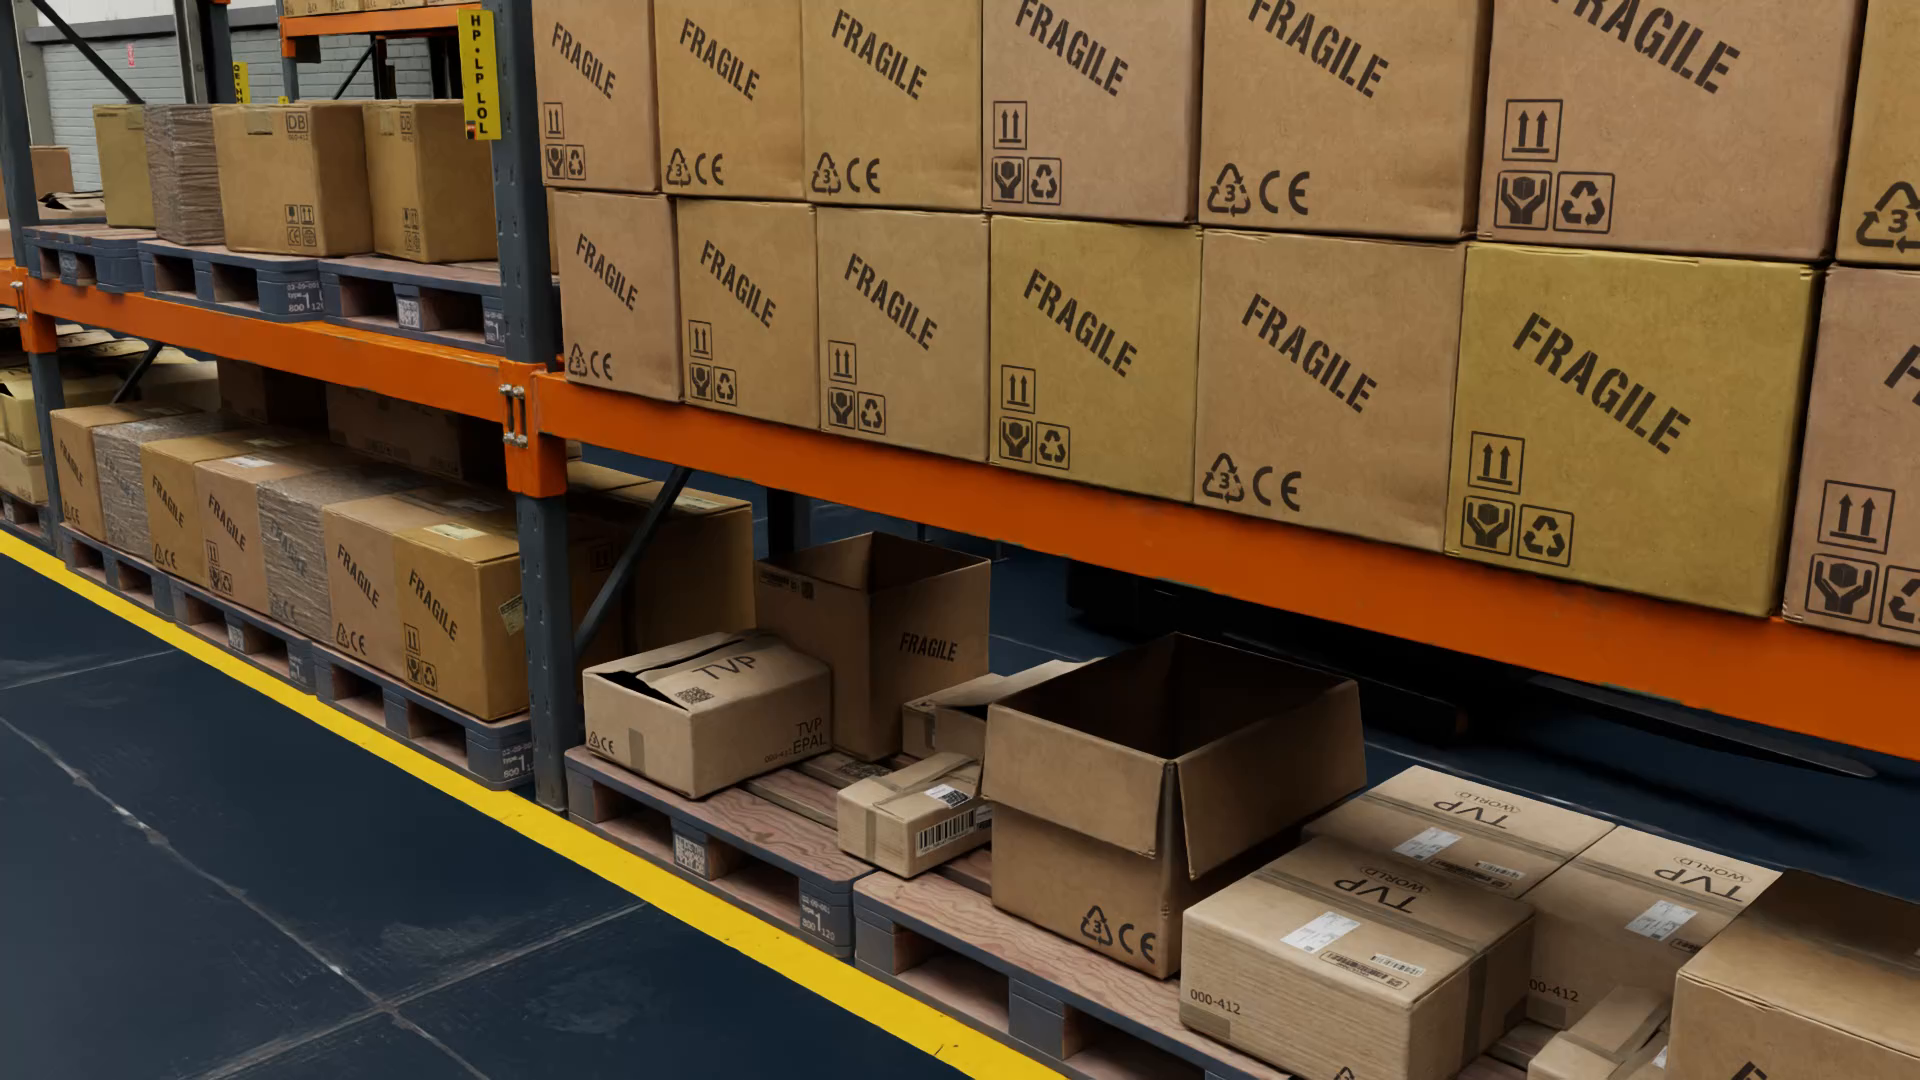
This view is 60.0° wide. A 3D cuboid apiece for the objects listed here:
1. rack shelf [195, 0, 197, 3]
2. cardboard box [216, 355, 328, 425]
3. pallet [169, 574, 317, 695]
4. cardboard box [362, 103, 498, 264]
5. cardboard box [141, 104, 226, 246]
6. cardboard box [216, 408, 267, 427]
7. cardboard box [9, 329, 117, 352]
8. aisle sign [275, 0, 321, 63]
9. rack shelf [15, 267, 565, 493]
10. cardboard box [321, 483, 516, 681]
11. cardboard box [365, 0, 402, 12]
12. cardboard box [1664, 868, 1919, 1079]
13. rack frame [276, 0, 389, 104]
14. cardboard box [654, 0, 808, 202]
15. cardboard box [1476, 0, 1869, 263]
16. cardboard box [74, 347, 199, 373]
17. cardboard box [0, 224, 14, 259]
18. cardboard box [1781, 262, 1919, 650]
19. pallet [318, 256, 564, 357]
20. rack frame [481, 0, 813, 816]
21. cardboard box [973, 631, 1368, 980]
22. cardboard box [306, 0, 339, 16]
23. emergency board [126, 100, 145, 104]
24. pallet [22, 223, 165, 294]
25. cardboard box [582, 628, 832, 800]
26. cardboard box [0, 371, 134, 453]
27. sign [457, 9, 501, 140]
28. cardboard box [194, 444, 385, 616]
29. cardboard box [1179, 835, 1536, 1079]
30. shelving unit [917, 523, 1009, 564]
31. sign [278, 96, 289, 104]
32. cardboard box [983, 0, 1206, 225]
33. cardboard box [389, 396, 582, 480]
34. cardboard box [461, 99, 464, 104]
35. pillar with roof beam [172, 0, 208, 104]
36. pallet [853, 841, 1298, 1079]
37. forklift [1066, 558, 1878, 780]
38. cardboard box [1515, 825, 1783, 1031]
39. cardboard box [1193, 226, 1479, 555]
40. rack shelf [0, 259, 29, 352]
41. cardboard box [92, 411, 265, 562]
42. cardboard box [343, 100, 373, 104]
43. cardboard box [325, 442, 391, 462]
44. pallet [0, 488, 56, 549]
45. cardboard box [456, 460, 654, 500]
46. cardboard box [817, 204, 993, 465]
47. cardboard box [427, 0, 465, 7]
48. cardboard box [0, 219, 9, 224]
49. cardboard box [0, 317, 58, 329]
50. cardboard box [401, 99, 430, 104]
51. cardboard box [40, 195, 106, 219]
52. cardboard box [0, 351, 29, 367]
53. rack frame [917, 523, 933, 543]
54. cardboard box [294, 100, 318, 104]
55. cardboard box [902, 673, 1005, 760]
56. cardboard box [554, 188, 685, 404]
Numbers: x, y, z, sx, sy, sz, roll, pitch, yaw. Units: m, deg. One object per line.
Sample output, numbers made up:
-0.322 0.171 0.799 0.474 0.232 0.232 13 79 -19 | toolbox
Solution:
-5.185 -2.902 8.598 4.000 0.370 1.077 14 20 42 | rack shelf
-2.865 -0.684 7.207 0.500 0.250 0.500 -14 20 -42 | cardboard box
-2.360 0.252 6.546 1.213 0.211 1.003 14 20 42 | pallet
-1.590 -1.232 5.681 0.700 0.500 0.500 -11 18 -35 | cardboard box
-2.687 -1.415 6.384 0.700 0.500 0.500 -10 18 -34 | cardboard box
-2.909 -0.331 7.337 0.500 0.500 0.500 -14 20 -42 | cardboard box
-5.038 -1.007 9.357 0.500 0.311 0.500 13 20 42 | cardboard box
-6.328 -4.964 15.880 0.004 0.787 0.394 14 20 42 | aisle sign
-2.305 -0.750 6.289 4.000 0.370 1.077 14 20 42 | rack shelf
-1.770 0.126 5.584 0.500 0.500 0.500 14 20 42 | cardboard box
-4.862 -4.873 14.500 0.500 0.500 0.500 -13 19 -41 | cardboard box
1.452 0.898 2.622 0.500 0.500 0.500 14 20 42 | cardboard box
-6.068 -3.748 16.368 0.127 3.000 1.000 14 20 42 | rack frame
-0.350 -1.057 3.858 0.500 0.500 0.500 13 19 40 | cardboard box
1.139 -0.697 2.476 0.500 0.500 0.500 -14 20 -43 | cardboard box
-4.302 -0.828 8.668 0.500 0.311 0.500 13 19 41 | cardboard box
-4.584 -1.434 7.985 0.250 0.149 0.380 14 20 42 | cardboard box
1.503 -0.126 2.267 0.500 0.500 0.500 -14 20 -42 | cardboard box
-1.365 -0.815 5.492 1.213 0.211 1.003 14 20 42 | pallet
-0.865 -0.748 4.855 0.127 3.000 1.000 14 20 42 | rack frame
0.491 0.575 3.856 0.637 0.503 0.797 14 20 42 | cardboard box
-5.639 -5.053 15.191 0.500 0.500 0.500 -13 19 -41 | cardboard box
-11.036 -5.272 22.217 0.643 1.169 0.194 14 20 42 | emergency board
-3.208 -1.250 7.159 1.003 0.211 1.213 14 20 42 | pallet
-0.713 0.453 4.706 0.500 0.311 0.500 14 20 42 | cardboard box
-4.293 -0.639 7.945 0.500 0.311 0.500 -14 20 -43 | cardboard box
-1.248 -1.207 4.320 0.005 0.325 0.100 14 20 42 | sign
-2.498 -0.050 6.262 0.500 0.500 0.500 13 19 40 | cardboard box
0.789 0.847 3.312 0.500 0.250 0.500 14 20 42 | cardboard box
0.119 -0.987 7.556 0.503 2.100 0.431 14 20 42 | shelving unit
-6.445 -4.069 15.881 0.005 0.325 0.100 14 20 42 | sign
0.392 -0.877 3.166 0.500 0.500 0.500 -14 20 -42 | cardboard box
-1.764 -0.418 6.186 0.500 0.250 0.500 14 20 42 | cardboard box
-3.744 -3.375 13.706 0.500 0.500 0.500 14 20 42 | cardboard box
-12.271 -6.954 16.776 0.400 9.000 9.100 14 20 42 | pillar with roof beam
0.511 0.935 3.925 1.213 0.211 1.003 14 20 42 | pallet
1.761 -0.896 5.558 1.130 2.935 3.031 -12 19 -39 | forklift
1.460 0.835 3.358 0.500 0.250 0.500 14 20 42 | cardboard box
0.772 -0.304 2.952 0.500 0.500 0.500 14 20 43 | cardboard box
-5.185 -1.450 8.976 4.000 0.370 1.077 14 20 42 | rack shelf
-3.235 -0.230 6.949 0.500 0.500 0.500 13 19 40 | cardboard box
-5.217 -3.730 15.070 0.500 0.500 0.500 13 19 40 | cardboard box
-2.154 -0.149 6.641 0.500 0.500 0.500 13 19 40 | cardboard box
-4.310 -0.250 8.473 1.213 0.211 1.003 14 20 42 | pallet
-1.436 0.028 5.960 0.500 0.500 0.500 14 20 43 | cardboard box
0.042 -0.481 3.631 0.500 0.500 0.500 14 20 42 | cardboard box
-4.079 -4.692 13.804 0.500 0.500 0.500 12 19 38 | cardboard box
-4.702 -1.540 8.391 0.380 0.149 0.250 -13 19 -40 | cardboard box
-5.755 -1.184 10.034 0.500 0.311 0.500 -14 20 -43 | cardboard box
-4.462 -3.551 14.383 0.500 0.500 0.500 13 19 41 | cardboard box
-3.976 -1.477 7.828 0.500 0.311 0.500 -13 19 -41 | cardboard box
-5.033 -0.818 8.631 0.500 0.311 0.500 13 20 42 | cardboard box
-0.056 -1.030 7.720 0.015 2.100 0.400 14 20 42 | rack frame
-5.933 -3.910 15.760 0.500 0.500 0.500 14 20 42 | cardboard box
0.053 0.521 4.764 0.250 0.149 0.380 14 20 42 | cardboard box
-0.688 -0.658 4.310 0.500 0.500 0.500 -14 20 -43 | cardboard box
